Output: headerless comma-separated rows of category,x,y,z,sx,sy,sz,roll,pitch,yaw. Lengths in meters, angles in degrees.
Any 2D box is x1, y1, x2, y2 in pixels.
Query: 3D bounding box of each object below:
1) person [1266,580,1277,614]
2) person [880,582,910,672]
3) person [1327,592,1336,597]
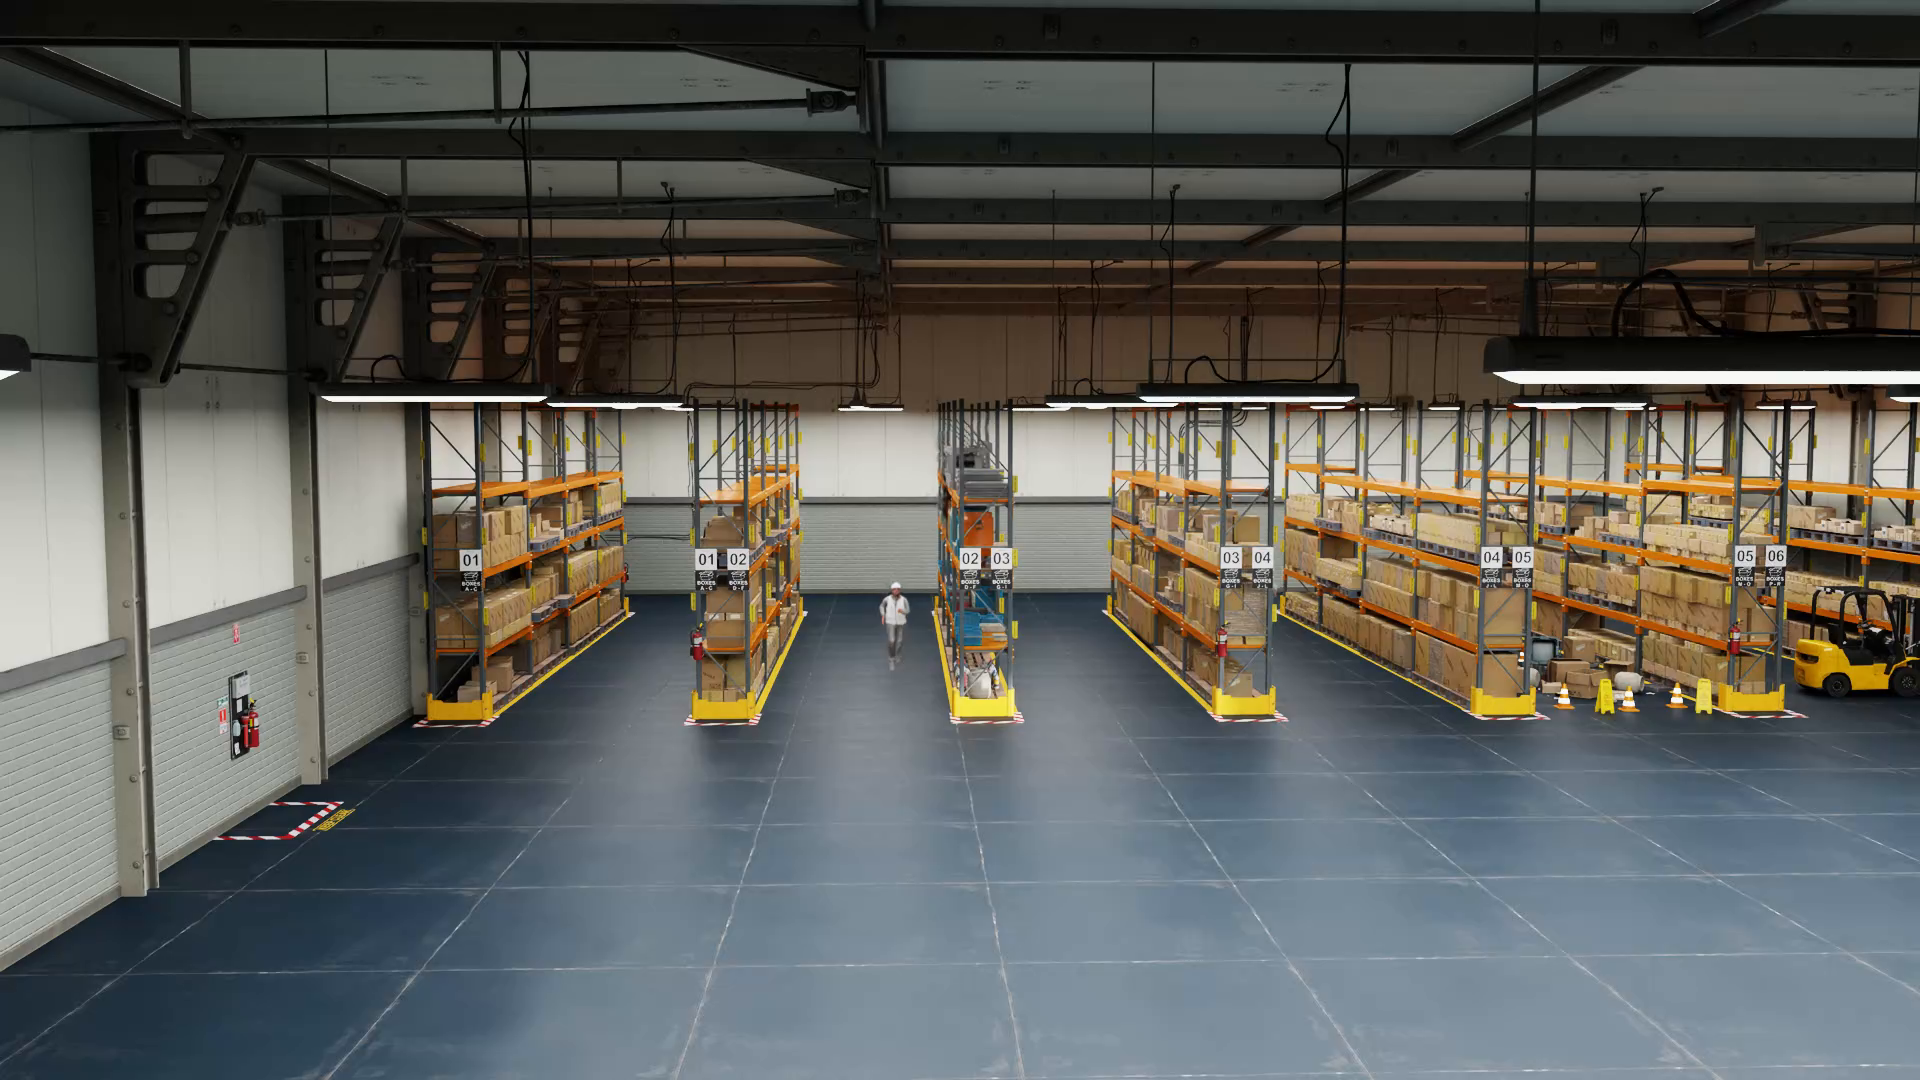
person,8.135,1.588,44.003,0.554,1.591,0.900,0,4,4
person,-1.382,1.859,35.752,0.624,1.892,0.726,-1,4,-10
person,10.810,1.111,48.973,0.712,1.534,0.558,-1,4,-8
